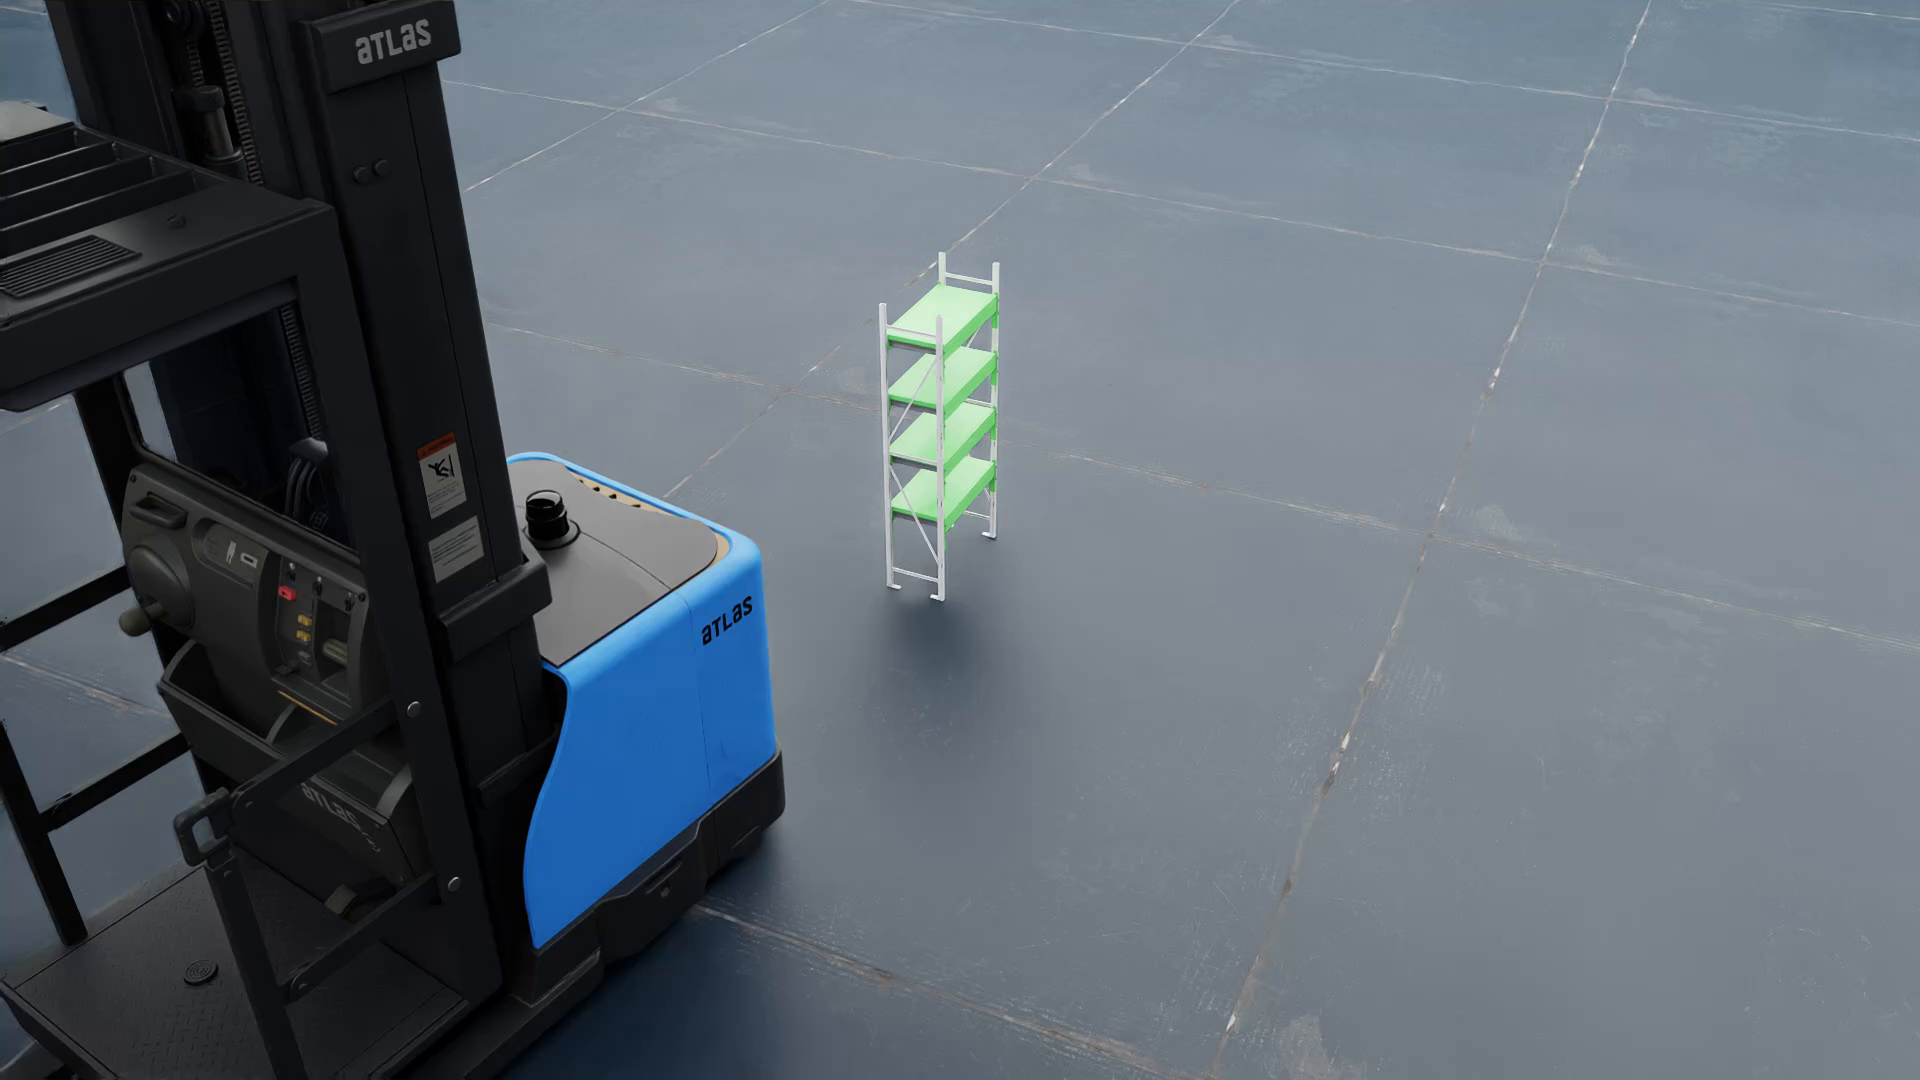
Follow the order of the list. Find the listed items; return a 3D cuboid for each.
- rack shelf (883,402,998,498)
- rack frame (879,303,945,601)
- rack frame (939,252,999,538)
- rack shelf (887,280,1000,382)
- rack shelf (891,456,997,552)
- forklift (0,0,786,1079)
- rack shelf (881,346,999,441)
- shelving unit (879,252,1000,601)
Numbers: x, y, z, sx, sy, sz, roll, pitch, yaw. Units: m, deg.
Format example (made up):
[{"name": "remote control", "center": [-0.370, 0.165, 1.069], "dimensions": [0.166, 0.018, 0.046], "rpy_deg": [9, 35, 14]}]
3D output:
[{"name": "rack shelf", "center": [-0.069, -0.366, 6.330], "dimensions": [0.258, 0.148, 0.480], "rpy_deg": [14, 36, 20]}, {"name": "rack frame", "center": [-0.171, -0.298, 6.110], "dimensions": [0.240, 1.200, 0.015], "rpy_deg": [14, 36, 20]}, {"name": "rack frame", "center": [0.033, -0.541, 6.481], "dimensions": [0.240, 1.200, 0.015], "rpy_deg": [14, 36, 20]}, {"name": "rack shelf", "center": [-0.069, -0.767, 6.067], "dimensions": [0.258, 0.148, 0.480], "rpy_deg": [14, 36, 20]}, {"name": "rack shelf", "center": [-0.069, -0.165, 6.462], "dimensions": [0.258, 0.148, 0.480], "rpy_deg": [14, 36, 20]}, {"name": "forklift", "center": [-1.821, 0.182, 3.799], "dimensions": [1.130, 2.935, 3.031], "rpy_deg": [21, 39, 29]}, {"name": "rack shelf", "center": [-0.069, -0.567, 6.199], "dimensions": [0.258, 0.148, 0.480], "rpy_deg": [14, 36, 20]}, {"name": "shelving unit", "center": [-0.069, -0.419, 6.295], "dimensions": [0.258, 1.200, 0.503], "rpy_deg": [14, 36, 20]}]
